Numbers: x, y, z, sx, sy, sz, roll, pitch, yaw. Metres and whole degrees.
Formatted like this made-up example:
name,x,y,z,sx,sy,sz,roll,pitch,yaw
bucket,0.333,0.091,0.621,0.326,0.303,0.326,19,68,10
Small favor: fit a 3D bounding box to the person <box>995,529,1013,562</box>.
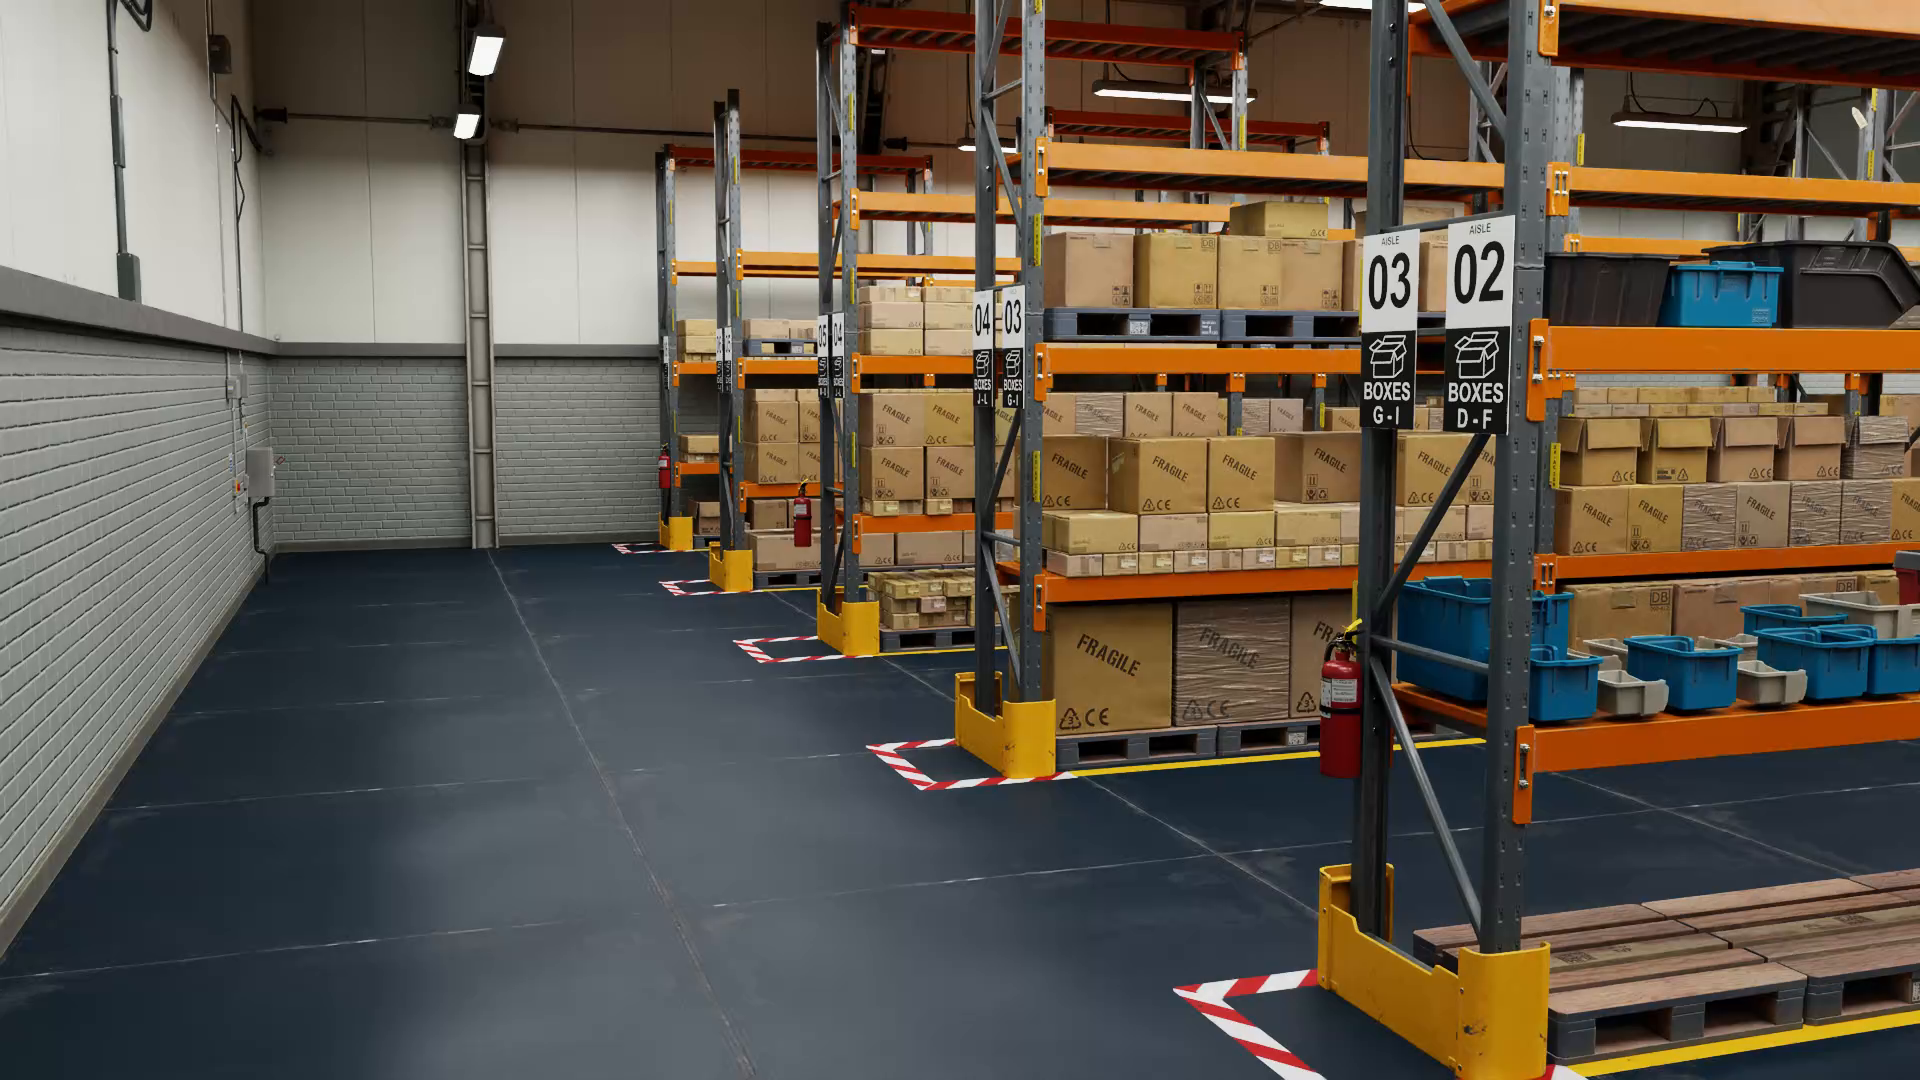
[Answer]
name,x,y,z,sx,sy,sz,roll,pitch,yaw
person,0.567,-0.199,19.501,0.529,1.794,0.524,-2,6,-19
